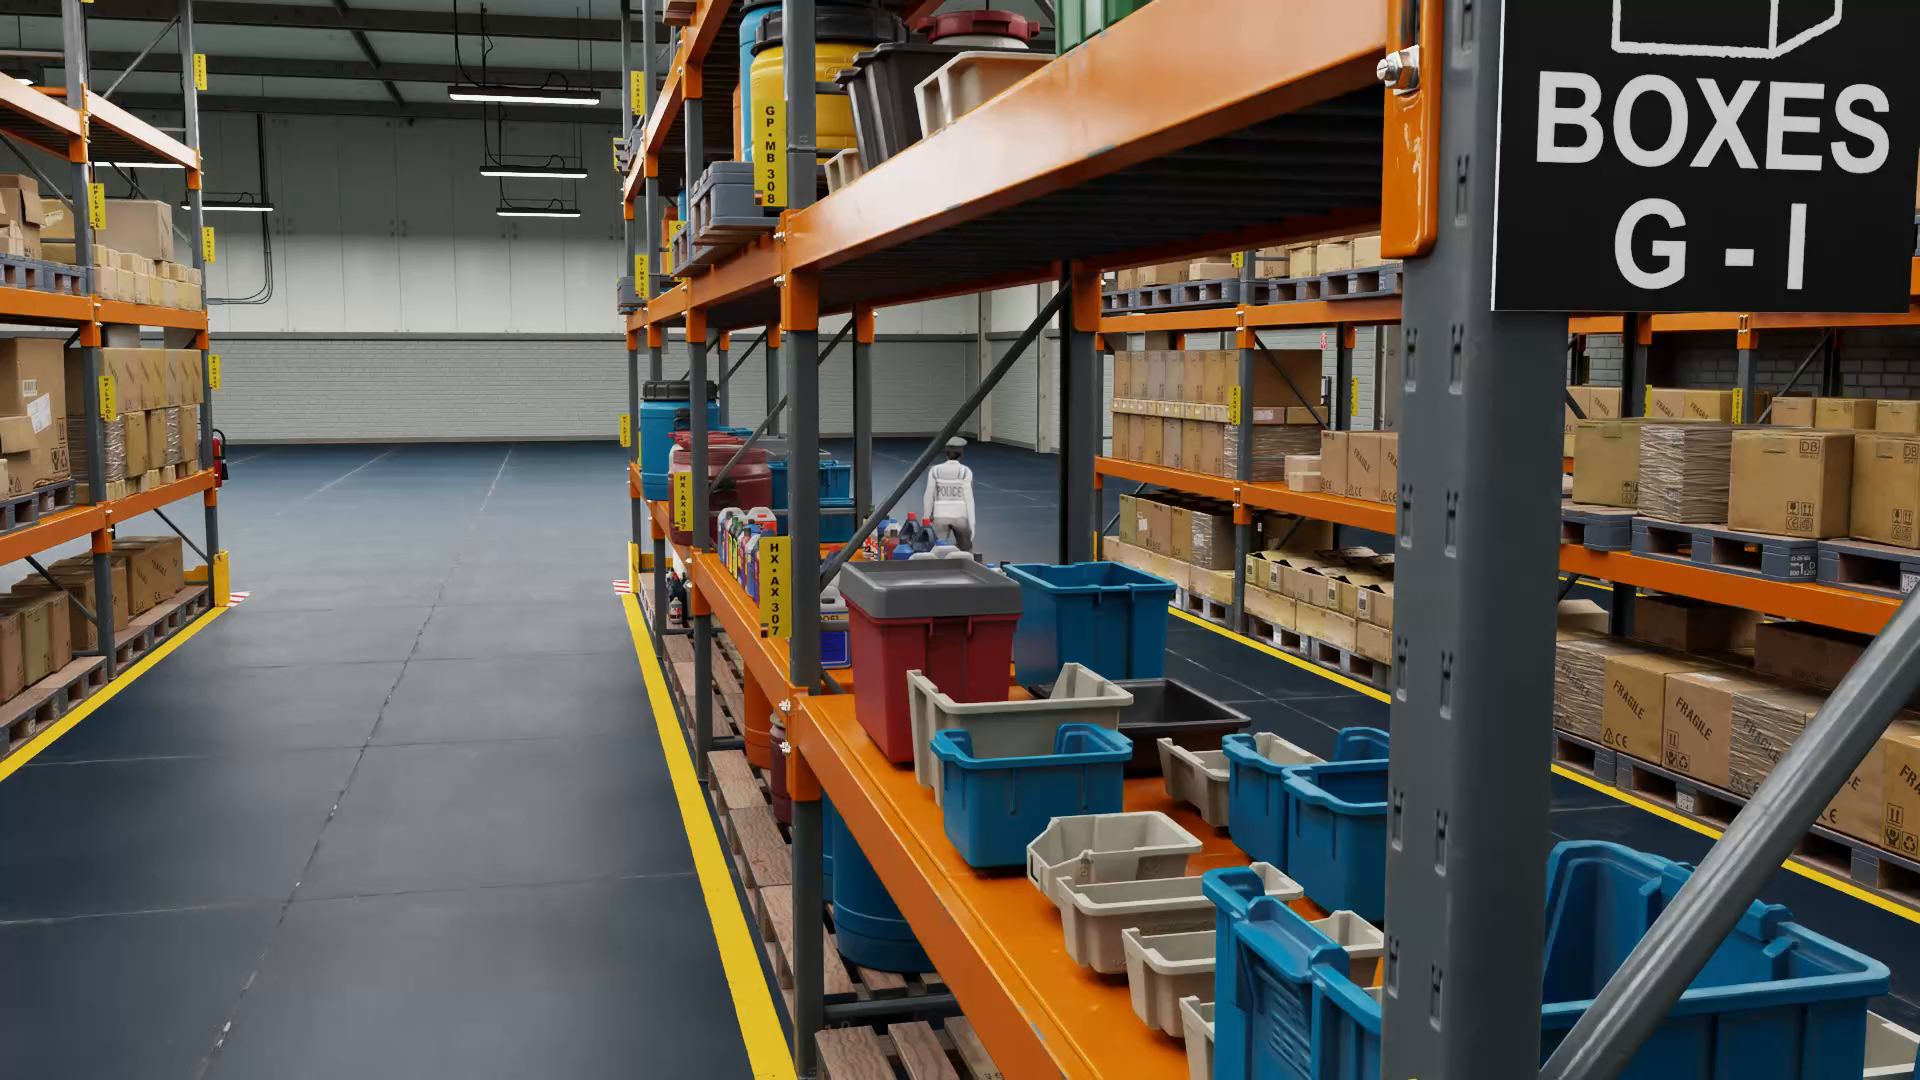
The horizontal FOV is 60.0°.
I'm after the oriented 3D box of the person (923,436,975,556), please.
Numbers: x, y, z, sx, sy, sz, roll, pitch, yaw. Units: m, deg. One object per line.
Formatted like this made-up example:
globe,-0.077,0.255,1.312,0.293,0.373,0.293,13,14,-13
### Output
person,-0.106,-0.170,15.813,0.517,1.609,0.933,1,6,7
